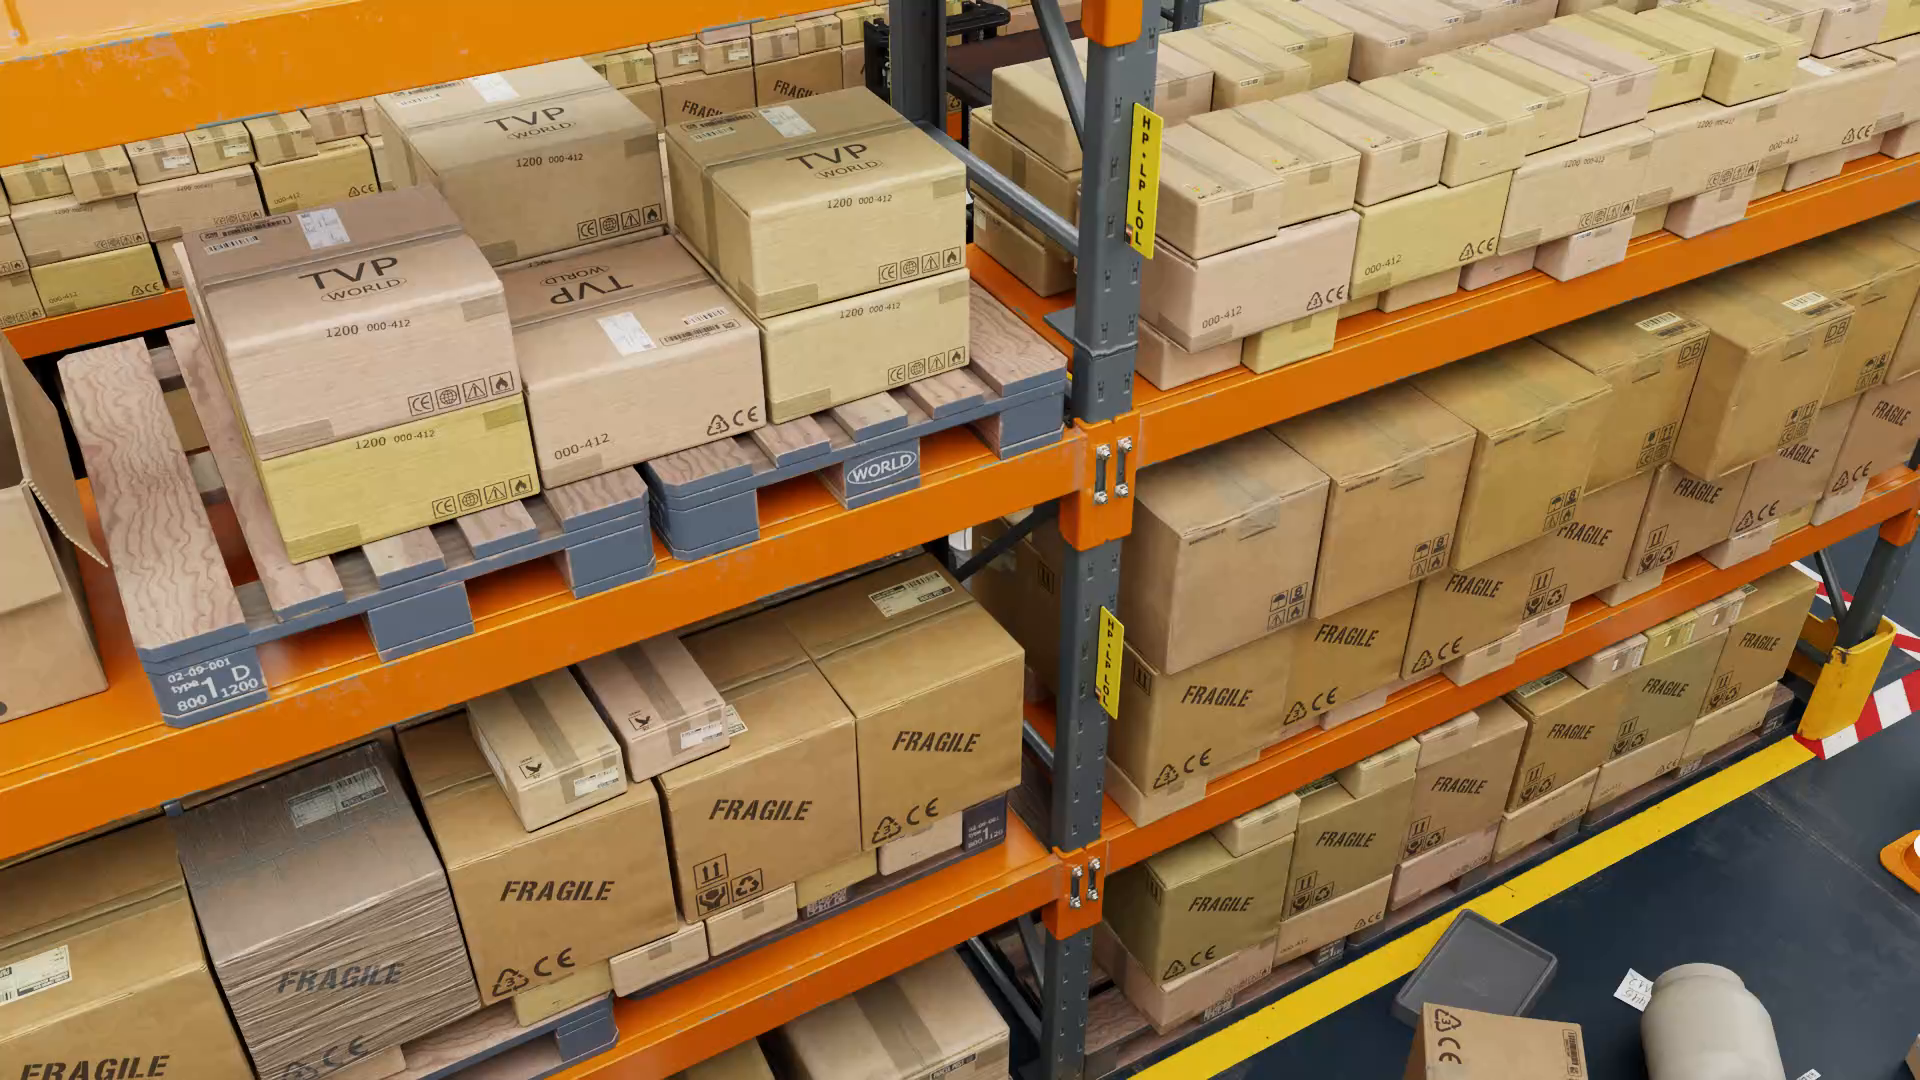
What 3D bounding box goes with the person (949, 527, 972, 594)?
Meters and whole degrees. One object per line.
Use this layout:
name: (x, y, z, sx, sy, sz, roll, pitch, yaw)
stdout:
person: (-0.011, -0.006, 6.915, 0.529, 1.670, 0.598, -20, 41, -24)
